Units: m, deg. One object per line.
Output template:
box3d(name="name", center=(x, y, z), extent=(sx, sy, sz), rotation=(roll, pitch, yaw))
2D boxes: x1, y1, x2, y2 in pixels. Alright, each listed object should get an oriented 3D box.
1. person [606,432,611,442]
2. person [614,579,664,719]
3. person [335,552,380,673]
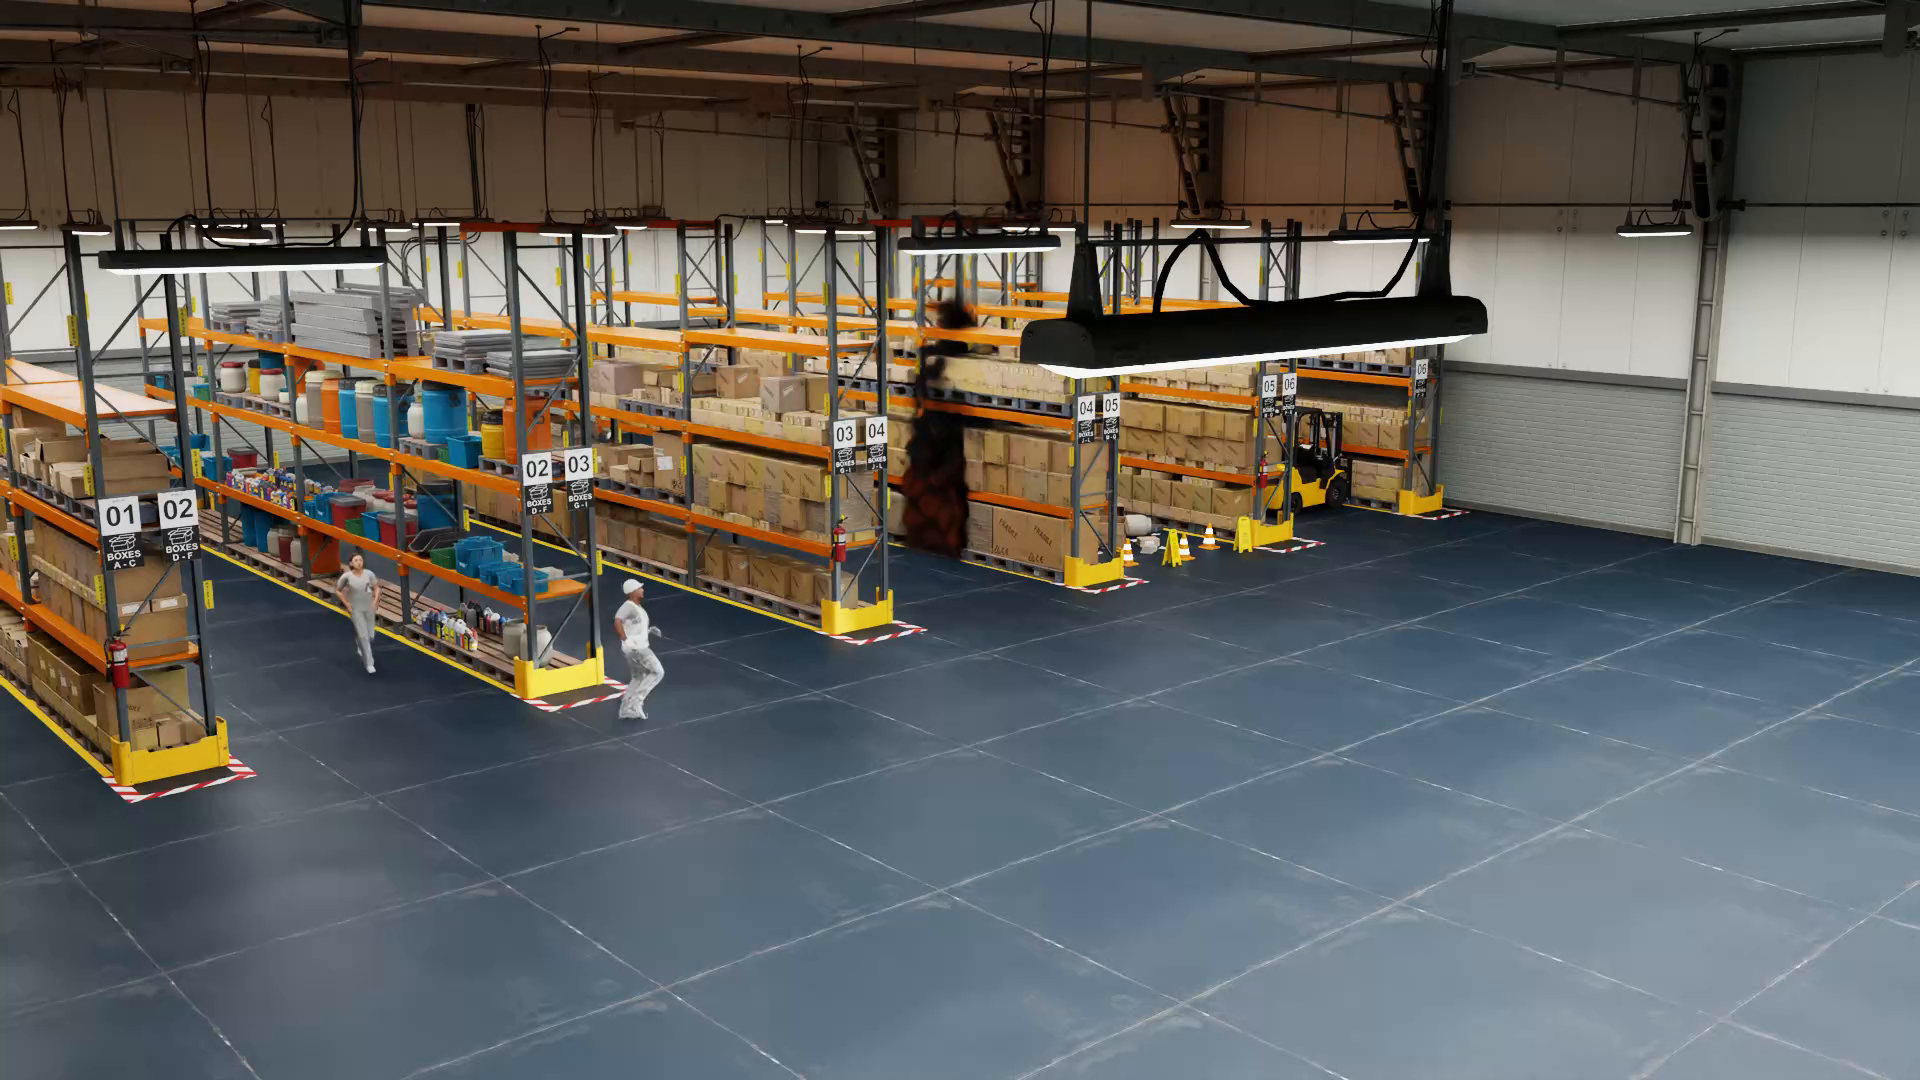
box3d(name="person", center=(-7.119, -1.351, 34.169), extent=(0.714, 1.740, 0.856), rotation=(-11, 16, -43))
box3d(name="person", center=(-4.028, 1.346, 20.776), extent=(0.600, 1.730, 0.707), rotation=(-3, 12, -16))
box3d(name="person", center=(-8.268, 0.965, 22.905), extent=(0.581, 1.644, 0.813), rotation=(-8, 14, -35))
